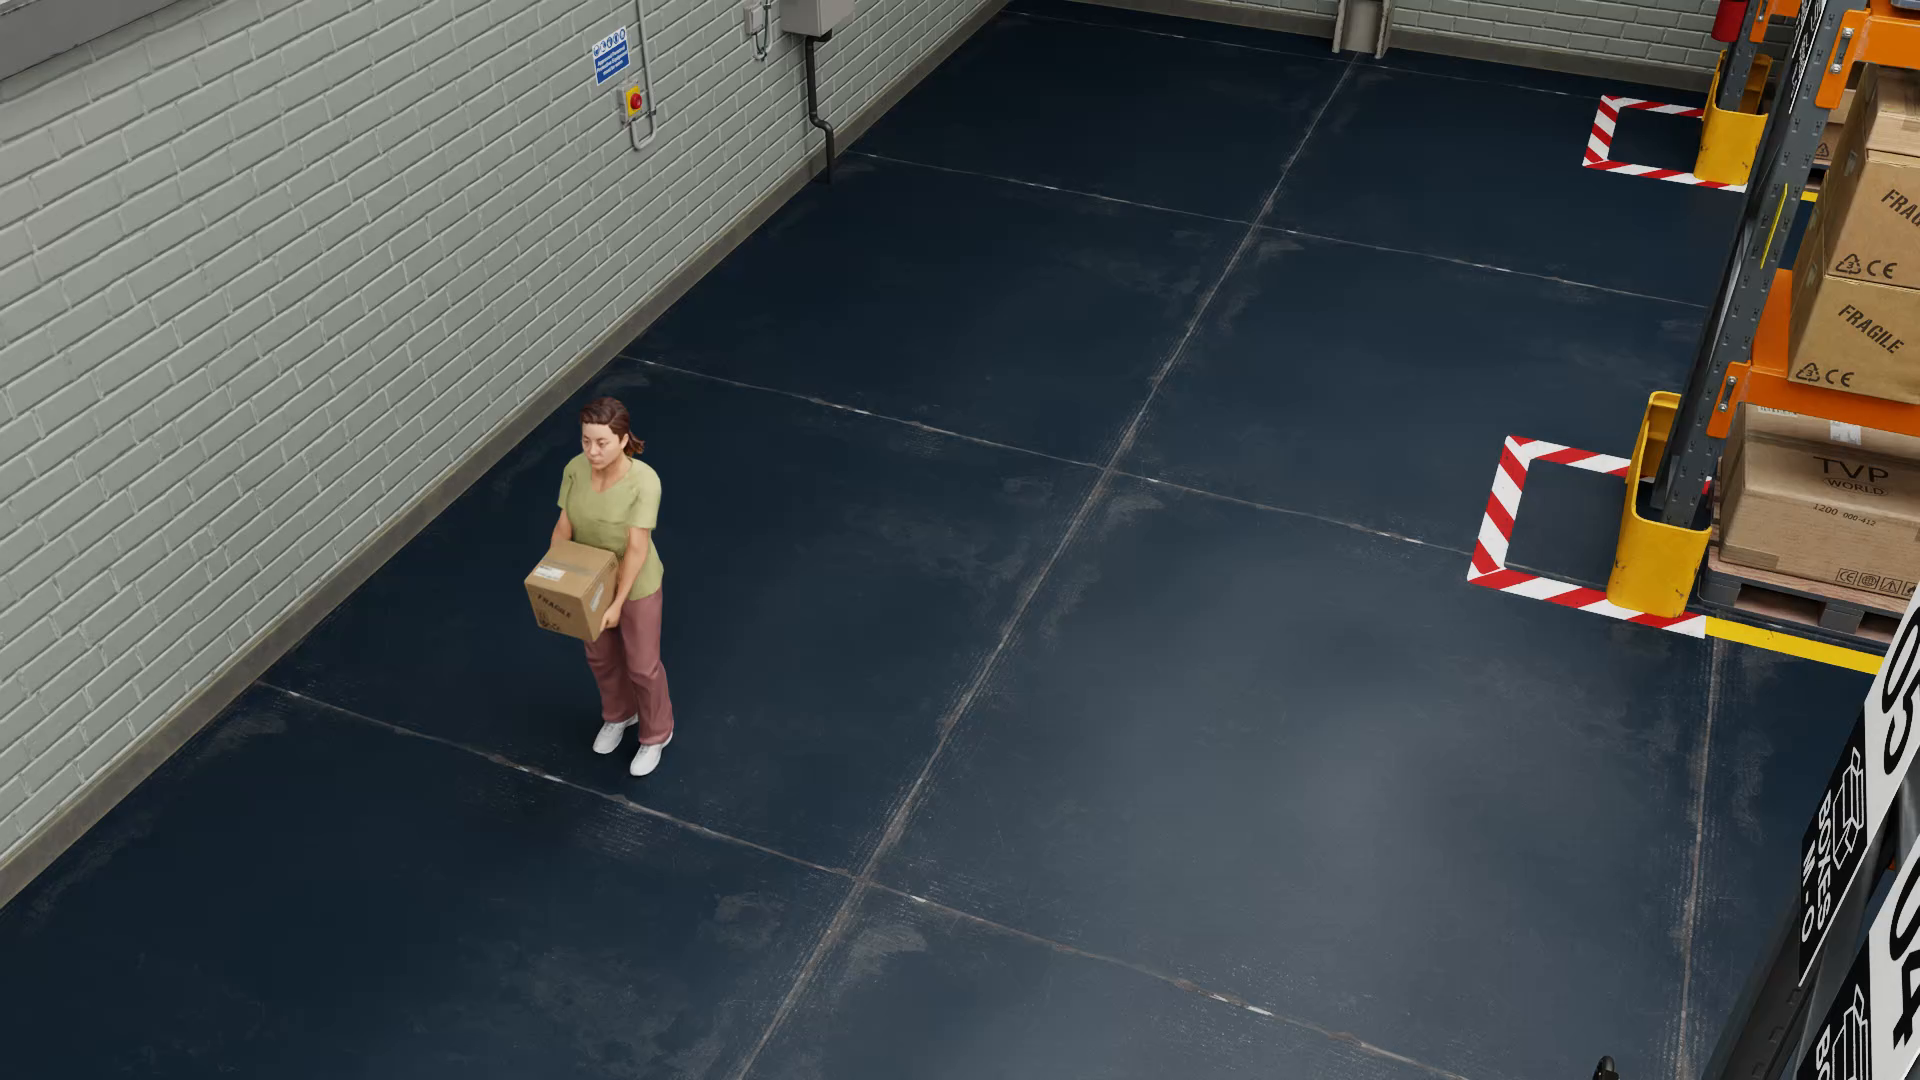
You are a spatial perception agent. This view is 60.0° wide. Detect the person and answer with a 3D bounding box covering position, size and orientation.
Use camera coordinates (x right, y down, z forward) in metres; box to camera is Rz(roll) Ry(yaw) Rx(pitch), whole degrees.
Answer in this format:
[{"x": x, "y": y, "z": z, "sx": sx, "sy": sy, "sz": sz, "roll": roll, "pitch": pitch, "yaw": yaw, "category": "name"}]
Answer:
[{"x": -1.372, "y": 0.218, "z": 6.547, "sx": 0.420, "sy": 1.668, "sz": 0.538, "roll": 14, "pitch": 40, "yaw": 18, "category": "person"}]
